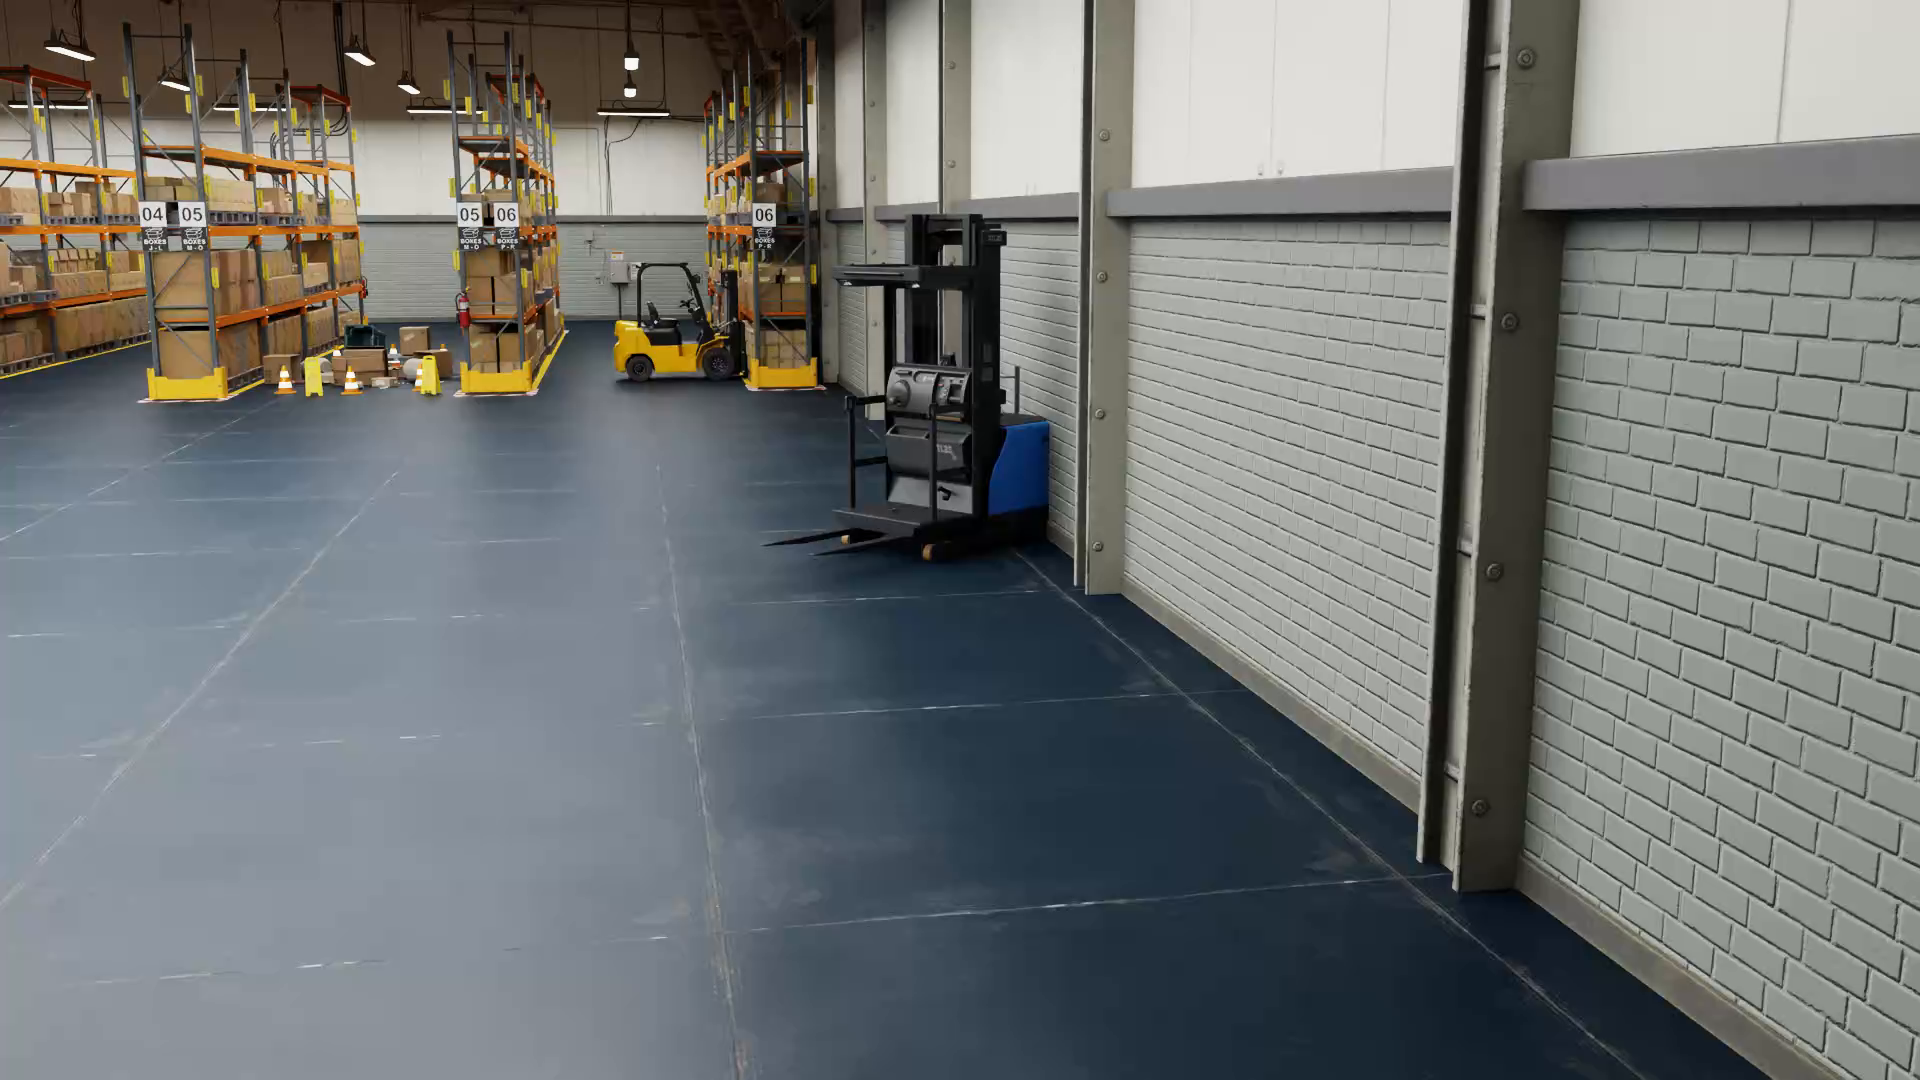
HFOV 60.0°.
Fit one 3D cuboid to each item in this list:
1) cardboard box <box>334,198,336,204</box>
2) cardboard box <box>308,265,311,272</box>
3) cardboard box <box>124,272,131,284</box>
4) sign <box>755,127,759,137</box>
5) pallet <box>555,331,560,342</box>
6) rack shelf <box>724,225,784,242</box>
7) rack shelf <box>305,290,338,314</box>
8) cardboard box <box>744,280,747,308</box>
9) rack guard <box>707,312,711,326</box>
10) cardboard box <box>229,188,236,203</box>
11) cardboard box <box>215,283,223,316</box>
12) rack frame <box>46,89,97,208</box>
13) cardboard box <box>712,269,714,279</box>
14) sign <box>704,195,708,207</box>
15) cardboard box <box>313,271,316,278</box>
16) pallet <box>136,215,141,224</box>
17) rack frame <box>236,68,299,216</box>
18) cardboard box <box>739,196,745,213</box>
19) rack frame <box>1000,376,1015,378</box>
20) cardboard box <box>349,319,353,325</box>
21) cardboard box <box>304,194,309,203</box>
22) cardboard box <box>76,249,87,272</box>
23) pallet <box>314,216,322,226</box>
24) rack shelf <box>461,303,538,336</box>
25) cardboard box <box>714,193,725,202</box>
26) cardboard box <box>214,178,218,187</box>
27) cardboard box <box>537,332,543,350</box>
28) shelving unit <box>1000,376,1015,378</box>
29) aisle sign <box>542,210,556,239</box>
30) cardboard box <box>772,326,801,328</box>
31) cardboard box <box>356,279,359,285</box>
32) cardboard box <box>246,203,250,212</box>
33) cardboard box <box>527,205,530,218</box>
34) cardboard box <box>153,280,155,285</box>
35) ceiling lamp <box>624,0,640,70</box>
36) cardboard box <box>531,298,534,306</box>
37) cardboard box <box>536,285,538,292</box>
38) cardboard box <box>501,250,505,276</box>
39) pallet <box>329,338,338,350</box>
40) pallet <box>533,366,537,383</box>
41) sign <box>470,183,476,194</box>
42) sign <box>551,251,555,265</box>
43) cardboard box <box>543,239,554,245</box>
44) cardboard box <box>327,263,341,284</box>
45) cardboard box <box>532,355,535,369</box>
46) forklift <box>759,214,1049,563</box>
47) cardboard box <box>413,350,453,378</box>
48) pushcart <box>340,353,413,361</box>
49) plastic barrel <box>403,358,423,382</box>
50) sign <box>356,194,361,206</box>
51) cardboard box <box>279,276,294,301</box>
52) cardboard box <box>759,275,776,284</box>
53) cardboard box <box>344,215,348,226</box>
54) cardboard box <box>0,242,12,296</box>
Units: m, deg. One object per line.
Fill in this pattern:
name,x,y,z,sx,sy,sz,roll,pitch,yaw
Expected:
cardboard box,-15.131,-8.097,39.745,0.380,0.149,0.250,-2,11,-13
cardboard box,-14.507,-5.975,36.578,0.380,0.149,0.250,-2,11,-8
cardboard box,-20.099,-6.242,39.627,0.500,0.250,0.500,-2,11,-10
sign,-4.934,-9.934,40.454,0.100,0.325,0.005,-2,11,-11
pallet,-10.417,-5.020,41.062,1.003,0.211,1.213,-2,11,-11
rack shelf,-4.311,-6.449,35.011,1.077,0.370,4.000,-2,11,-11
rack shelf,-14.793,-5.329,37.151,1.077,0.370,4.000,-2,11,-11
cardboard box,-3.797,-4.639,31.335,0.500,0.500,0.500,-2,11,-11
rack guard,-6.241,-5.921,45.021,1.175,0.500,0.348,-2,11,-11
cardboard box,-12.985,-6.025,29.077,0.500,0.250,0.500,-2,11,-11
cardboard box,-13.093,-4.089,28.308,0.875,0.550,0.550,-2,11,-11
rack frame,-20.063,-8.835,37.600,0.949,2.616,0.053,-2,11,-11
cardboard box,-6.111,-6.864,42.895,0.500,0.250,0.500,-2,11,-13
sign,-6.788,-9.046,44.394,0.100,0.325,0.005,-2,11,-11
cardboard box,-14.609,-5.926,37.117,0.380,0.149,0.250,-2,11,-9
pallet,-20.690,-7.915,41.030,1.003,0.211,1.213,-2,11,-11
rack frame,-14.404,-8.263,34.595,1.000,3.000,0.127,-2,11,-11
cardboard box,-3.999,-6.486,32.128,0.500,0.311,0.500,-2,11,-10
rack frame,0.330,-0.929,16.118,0.475,1.308,0.013,-2,11,-12
cardboard box,-15.329,-5.411,41.363,0.380,0.149,0.250,-2,11,-8
cardboard box,-15.010,-7.492,37.168,0.797,0.503,0.637,-2,11,-12
cardboard box,-19.812,-6.186,36.780,0.797,0.503,0.637,-2,11,-10
pallet,-14.961,-7.123,37.134,1.213,0.211,1.003,-2,11,-11
rack shelf,-8.401,-4.060,30.485,1.077,0.370,4.000,-2,11,-11
cardboard box,-5.761,-8.316,40.277,0.396,0.266,0.258,-2,11,-12
cardboard box,-12.698,-6.011,27.938,0.380,0.149,0.250,-2,11,-12
cardboard box,-9.316,-4.191,35.150,0.950,0.372,0.625,-2,11,-12
shelving unit,0.218,-1.022,16.610,0.538,1.500,1.039,-2,11,-12
aisle sign,-10.834,-8.283,43.794,0.394,0.787,0.004,-2,11,-11
cardboard box,-3.239,-3.854,31.031,0.500,0.250,0.500,-2,11,-11
cardboard box,-15.619,-6.610,42.628,0.380,0.149,0.250,-2,11,-11
cardboard box,-13.140,-6.039,30.215,0.380,0.149,0.250,-2,11,-10
cardboard box,-8.341,-6.163,31.190,0.500,0.250,0.500,-2,11,-12
cardboard box,-20.452,-6.444,41.758,0.380,0.149,0.250,-2,11,-10
ceiling lamp,-6.051,-10.671,31.637,0.800,3.185,2.000,-2,11,-11
cardboard box,-8.373,-4.564,31.878,0.380,0.149,0.250,-2,11,-10
cardboard box,-8.627,-5.023,33.164,0.380,0.149,0.250,-2,11,-10
cardboard box,-8.416,-4.912,29.299,0.700,0.500,0.500,-2,11,-10
pallet,-15.029,-4.537,38.521,1.003,0.211,1.213,-2,11,-11
pallet,-8.384,-3.065,30.787,1.003,0.211,1.213,-2,11,-11
sign,-9.334,-6.681,31.870,0.100,0.325,0.005,-2,11,-11
sign,-9.815,-6.799,40.066,0.100,0.325,0.005,-2,11,-11
cardboard box,-10.643,-7.644,42.714,0.380,0.149,0.250,-2,11,-10
cardboard box,-15.031,-6.345,39.499,0.500,0.500,0.500,-2,11,-12
cardboard box,-8.108,-3.254,30.555,0.500,0.250,0.500,-1,11,-7
forklift,-0.420,-1.352,14.516,1.130,2.935,3.031,10,14,41
cardboard box,-9.916,-3.308,31.286,0.500,0.500,0.500,6,12,28
pushcart,-11.017,-3.400,32.106,1.648,0.377,0.936,-6,13,-31
plastic barrel,-9.899,-3.105,30.432,0.512,0.421,0.421,6,12,28
sign,-15.411,-8.708,42.588,0.100,0.325,0.005,-2,11,-11
cardboard box,-13.860,-5.109,33.801,0.500,0.500,0.500,-2,11,-12
cardboard box,-3.486,-4.649,29.653,0.380,0.149,0.250,-2,11,-10
cardboard box,-15.299,-7.827,40.731,0.500,0.250,0.500,-2,11,-8
cardboard box,-18.528,-5.072,31.148,1.000,1.000,1.000,-2,11,-11
